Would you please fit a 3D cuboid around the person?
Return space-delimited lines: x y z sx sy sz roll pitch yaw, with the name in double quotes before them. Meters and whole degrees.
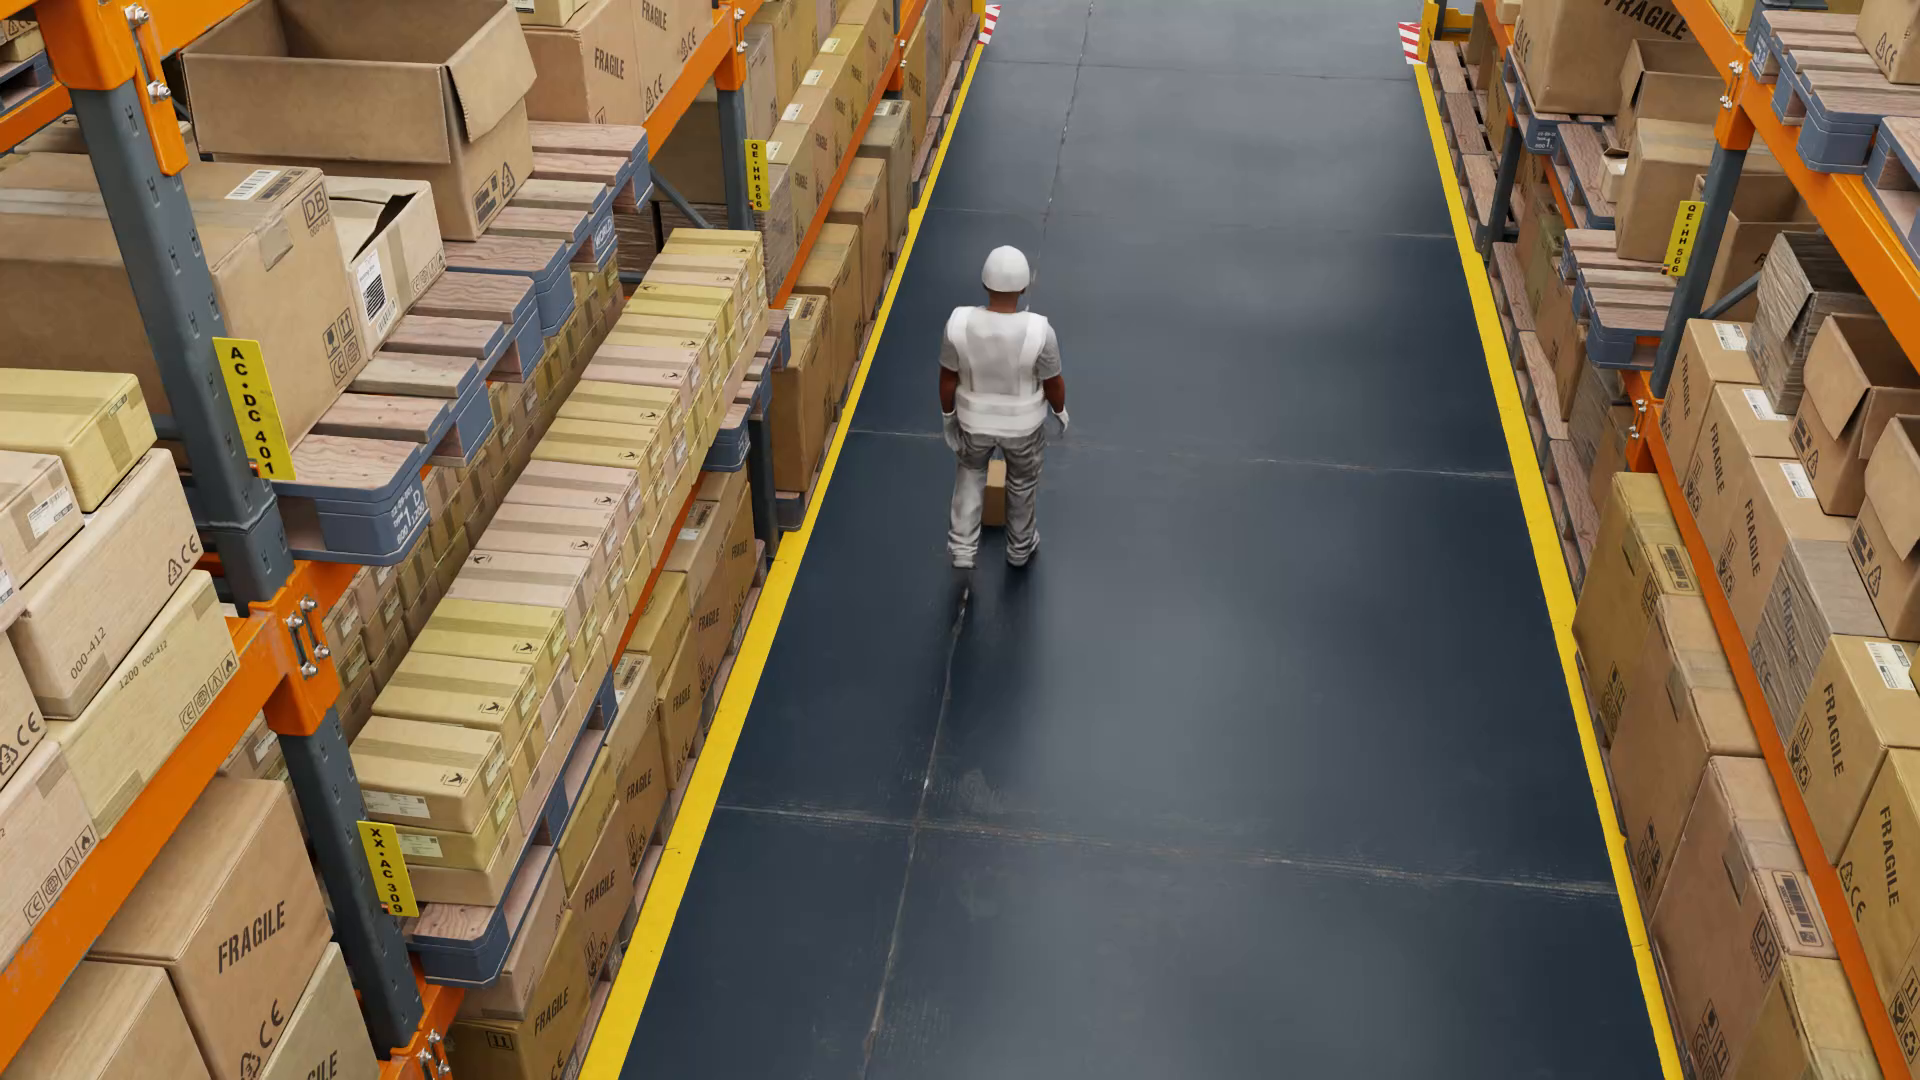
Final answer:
"person" 0.215 -0.594 7.816 0.576 1.781 0.615 7 36 10
